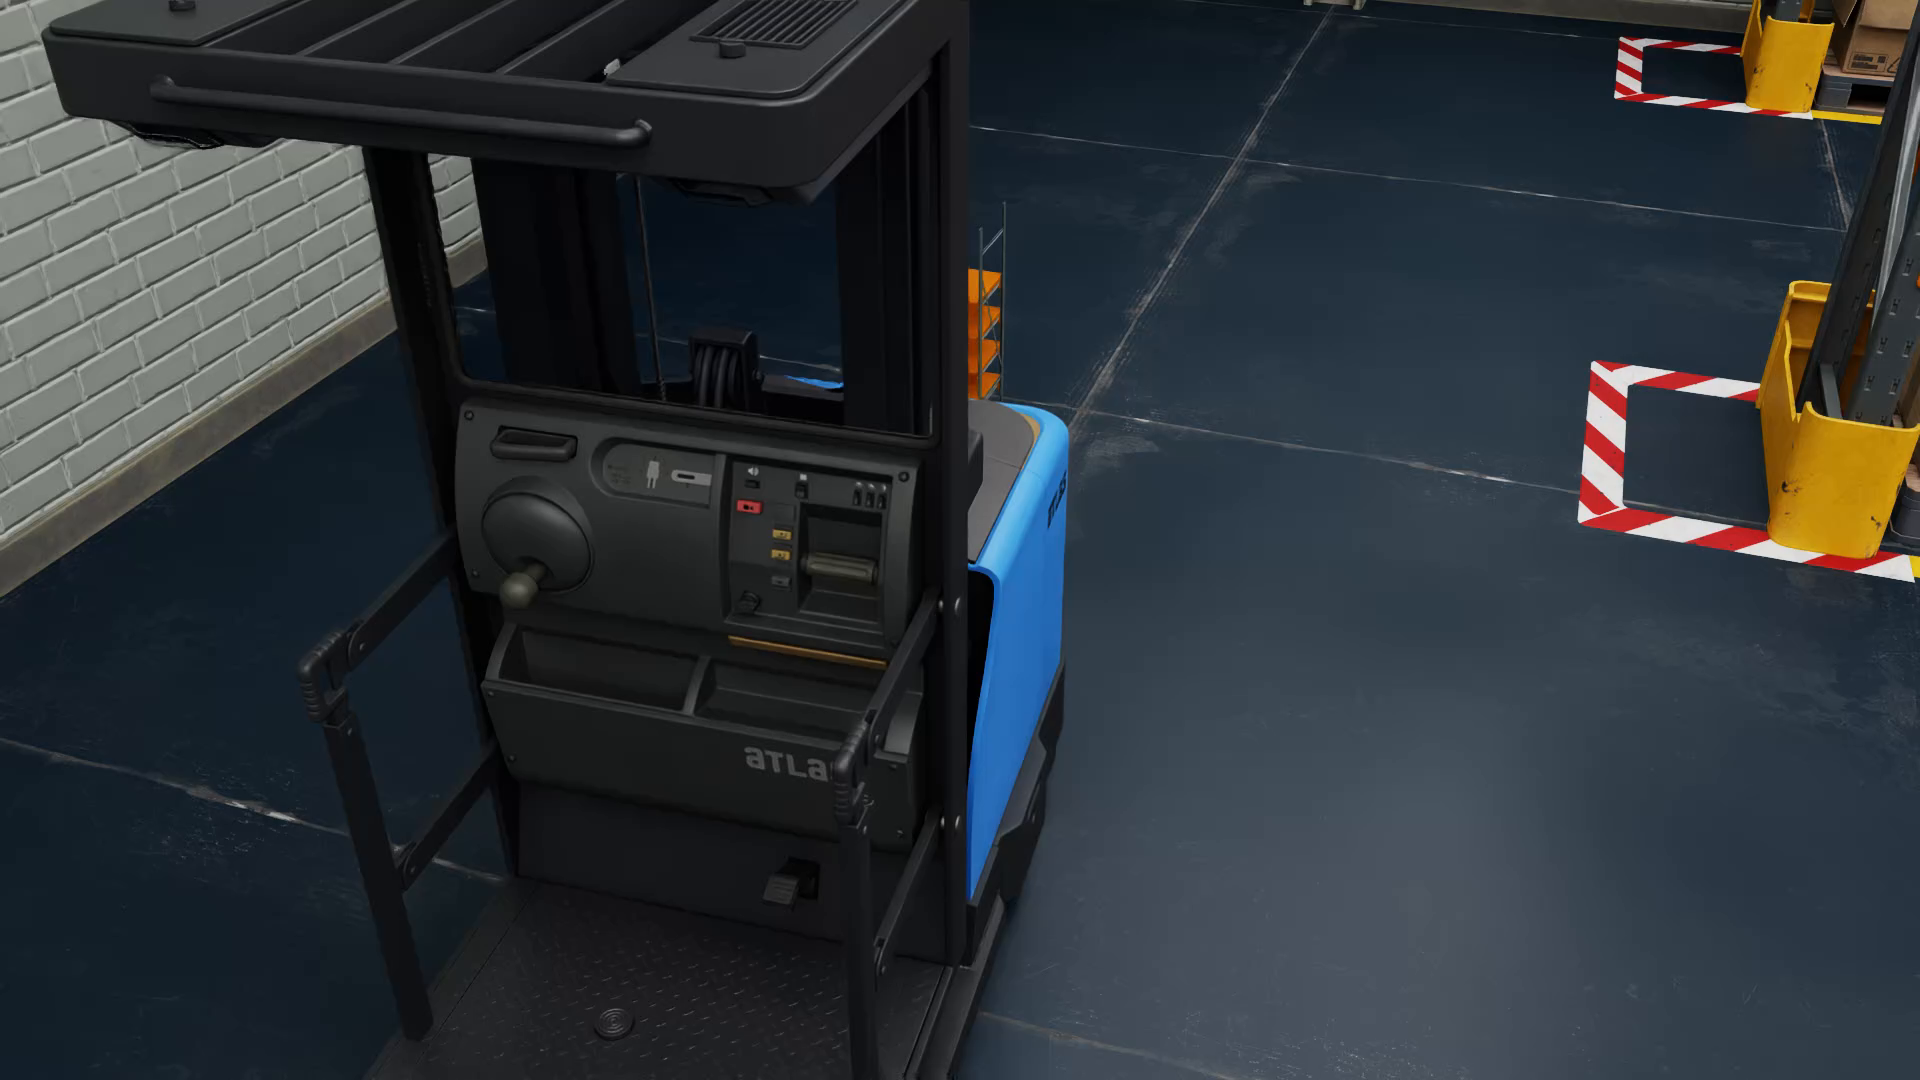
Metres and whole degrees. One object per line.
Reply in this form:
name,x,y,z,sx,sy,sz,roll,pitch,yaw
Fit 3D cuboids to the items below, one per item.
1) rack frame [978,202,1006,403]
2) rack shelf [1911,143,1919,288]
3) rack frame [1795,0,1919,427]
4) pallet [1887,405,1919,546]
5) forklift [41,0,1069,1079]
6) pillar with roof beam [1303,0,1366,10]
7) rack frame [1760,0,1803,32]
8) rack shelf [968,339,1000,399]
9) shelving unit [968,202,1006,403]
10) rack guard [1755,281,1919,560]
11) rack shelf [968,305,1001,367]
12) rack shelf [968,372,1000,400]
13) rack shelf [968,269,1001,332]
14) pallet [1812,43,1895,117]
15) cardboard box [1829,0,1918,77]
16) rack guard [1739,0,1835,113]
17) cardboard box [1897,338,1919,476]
rack frame,0.100,-0.485,5.395,0.006,1.200,0.240,11,34,16
rack shelf,5.050,-0.840,4.949,4.000,0.370,1.077,11,34,16
rack frame,3.167,-1.508,5.320,0.127,3.000,1.000,11,34,16
pallet,3.946,-0.230,5.912,1.213,0.211,1.003,11,34,16
forklift,-0.588,0.034,2.995,1.130,2.935,3.031,8,34,13
pillar with roof beam,1.152,-5.319,5.692,0.400,9.000,9.100,11,34,16
rack frame,4.838,-4.043,9.247,0.127,3.000,1.000,11,34,16
rack shelf,0.014,-0.565,5.379,0.180,0.103,0.258,11,34,16
shelving unit,0.014,-0.501,5.420,0.189,1.200,0.258,11,34,16
rack guard,3.145,-0.462,6.005,0.348,0.500,1.175,11,34,16
rack shelf,0.014,-0.666,5.314,0.180,0.103,0.258,11,34,16
rack shelf,0.014,-0.464,5.445,0.180,0.103,0.258,11,34,16
rack shelf,0.014,-0.767,5.249,0.180,0.103,0.258,11,34,16
pallet,5.661,-2.712,9.757,1.213,0.211,1.003,11,34,16
cardboard box,5.382,-3.011,9.562,0.637,0.503,0.797,10,34,15
rack guard,4.910,-2.979,9.903,0.348,0.500,1.175,11,34,16
cardboard box,3.822,-0.538,5.793,0.875,0.438,0.875,10,34,15
